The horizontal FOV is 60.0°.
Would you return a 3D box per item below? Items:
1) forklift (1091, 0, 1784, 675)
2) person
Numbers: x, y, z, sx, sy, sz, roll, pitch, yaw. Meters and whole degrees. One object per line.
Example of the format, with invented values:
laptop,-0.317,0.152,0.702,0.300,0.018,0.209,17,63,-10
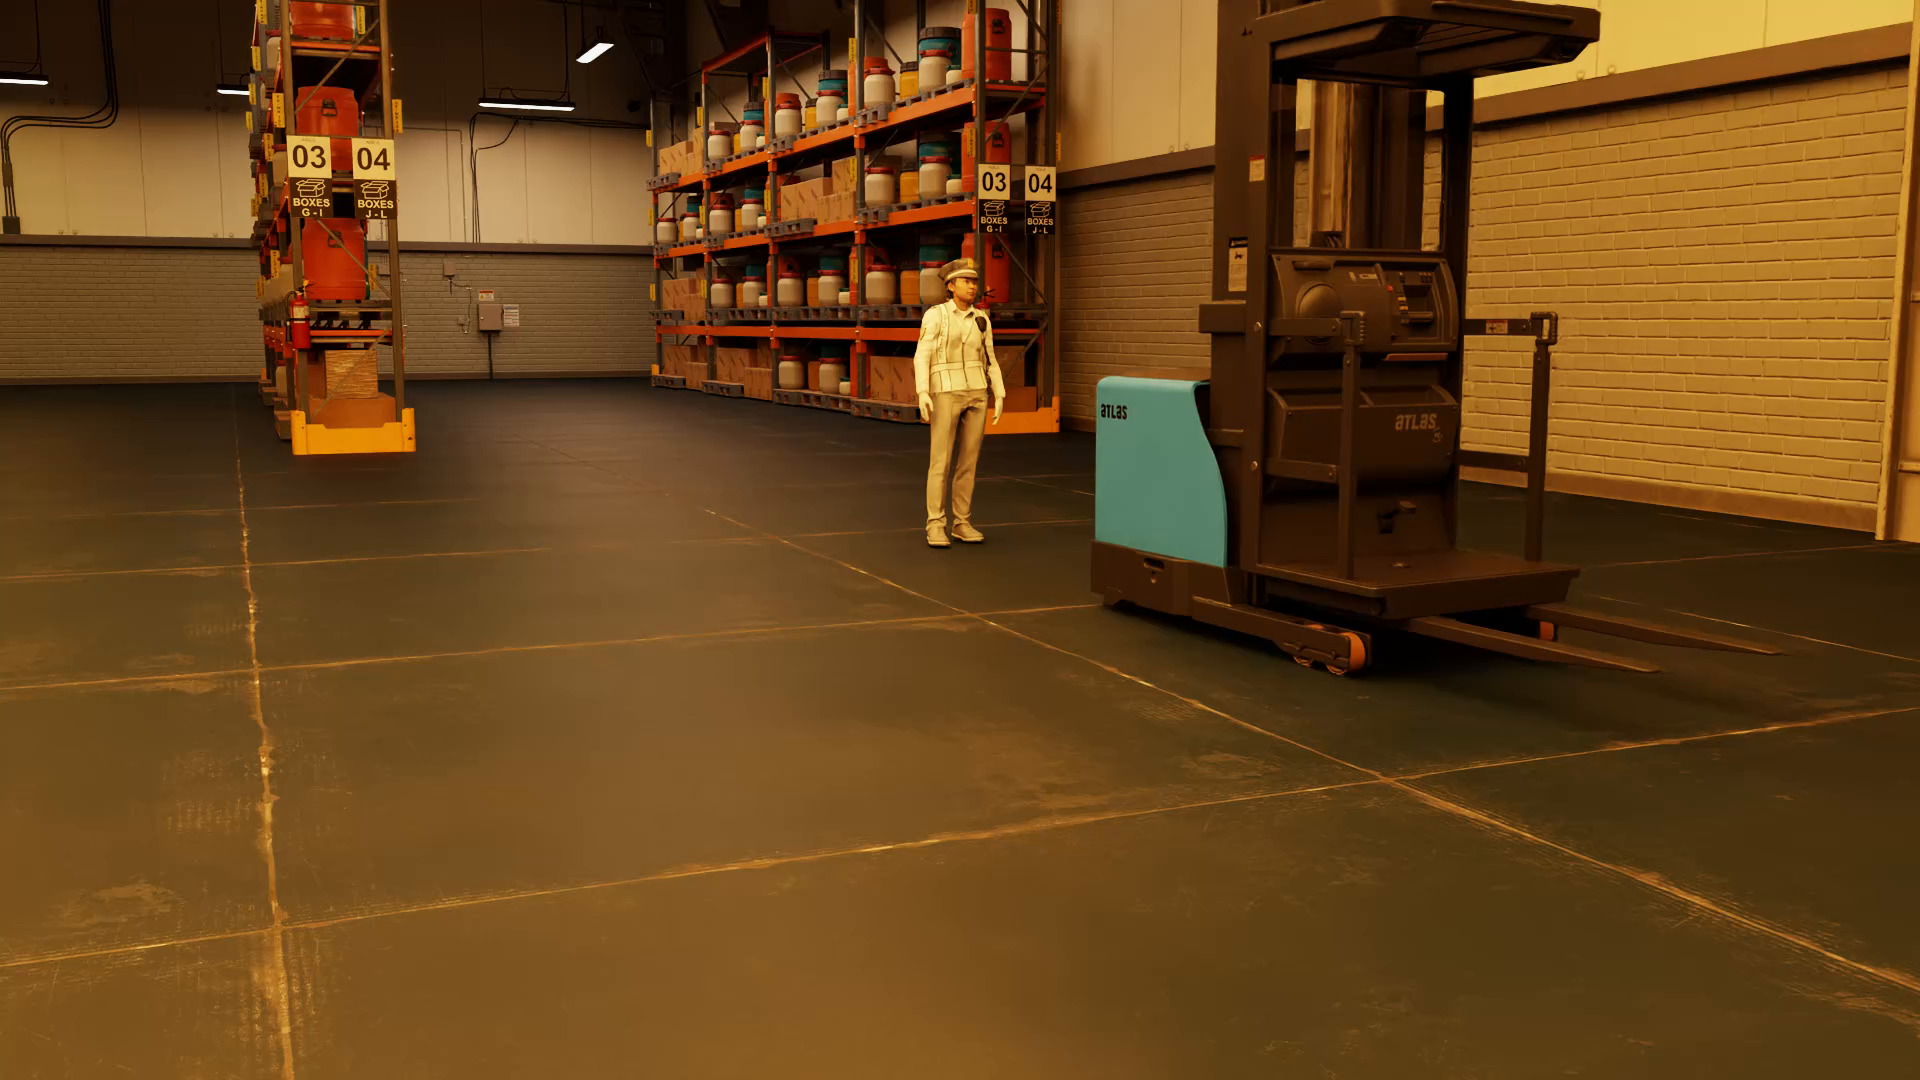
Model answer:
forklift,1.760,-1.009,6.592,1.130,2.935,3.031,-4,9,-28
person,0.021,-0.839,9.977,0.588,1.695,0.531,-3,8,-23
